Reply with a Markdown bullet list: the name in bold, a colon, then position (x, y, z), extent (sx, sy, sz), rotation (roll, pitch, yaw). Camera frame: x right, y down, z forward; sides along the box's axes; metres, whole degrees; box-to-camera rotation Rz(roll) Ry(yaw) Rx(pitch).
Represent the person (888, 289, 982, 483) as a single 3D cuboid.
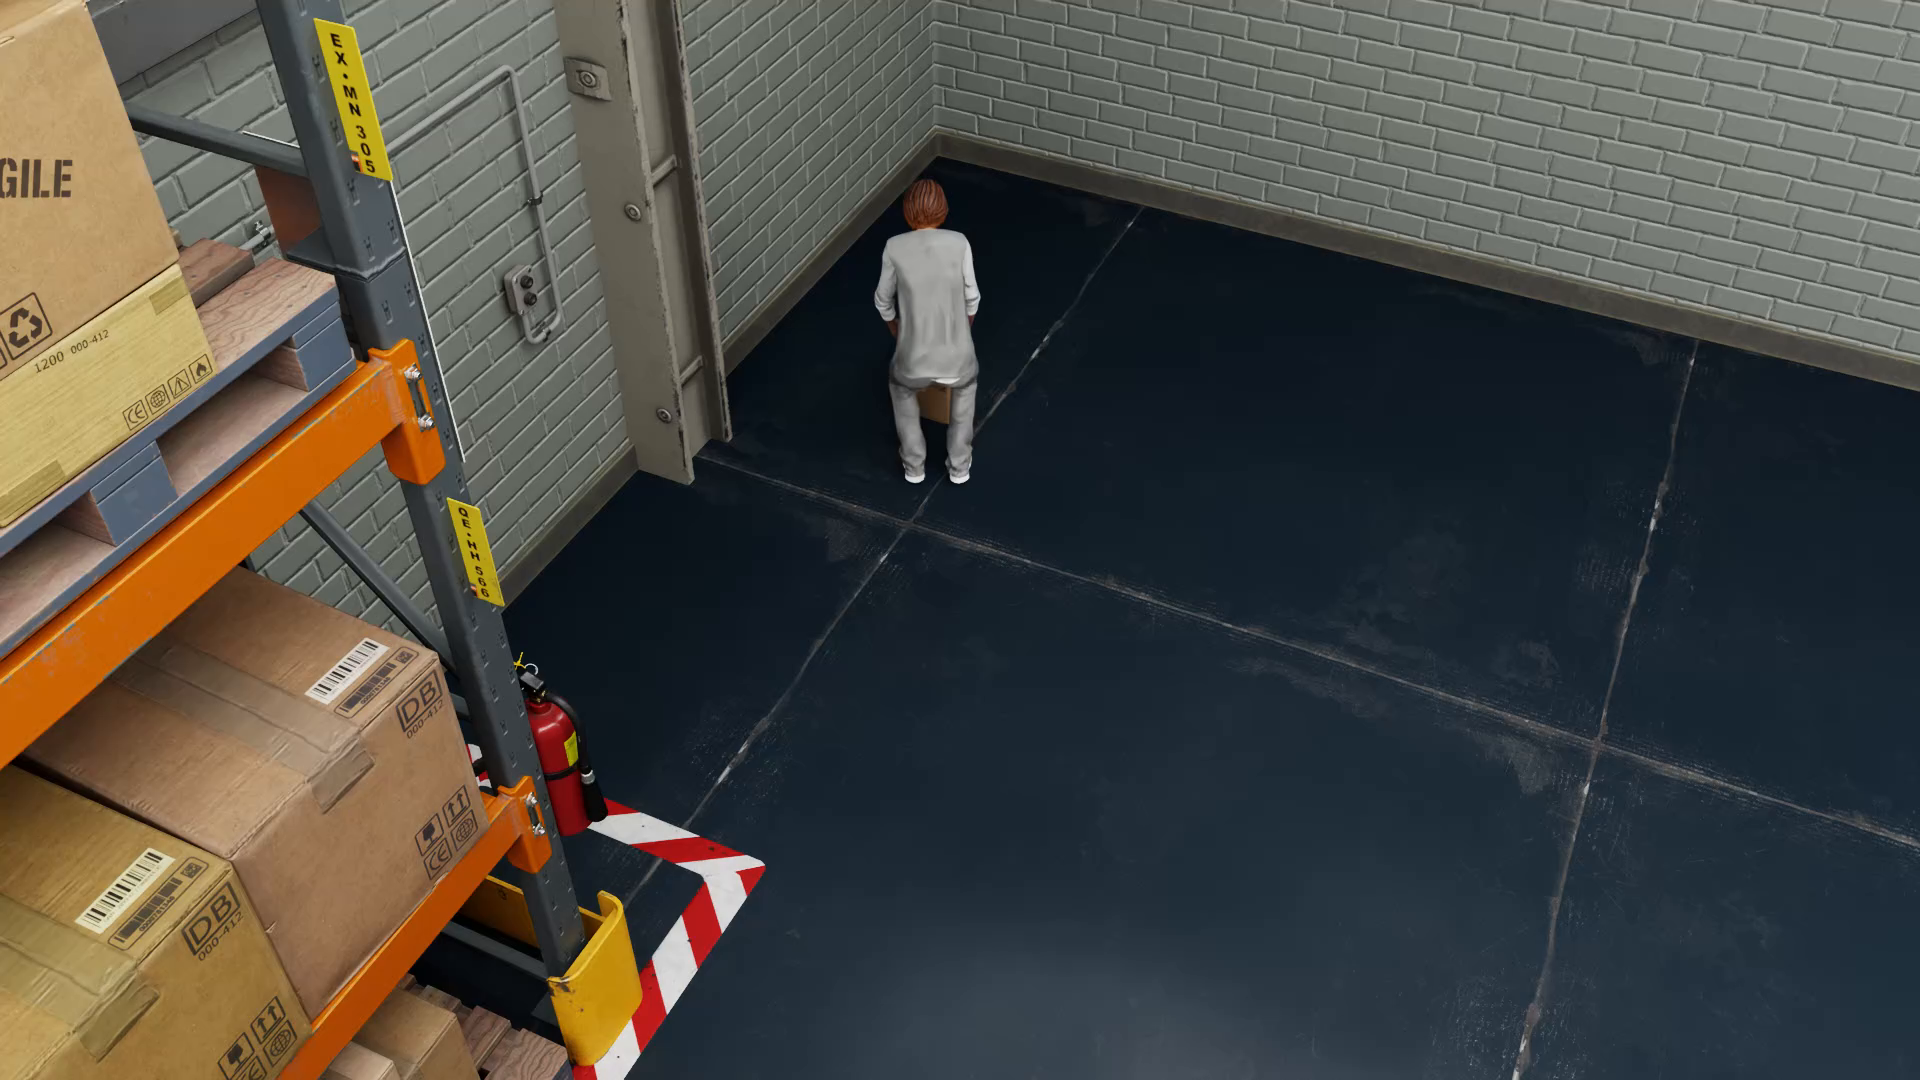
- **person**: position (-0.114, -0.683, 7.603), extent (0.422, 0.765, 0.893), rotation (-1, 43, -2)
